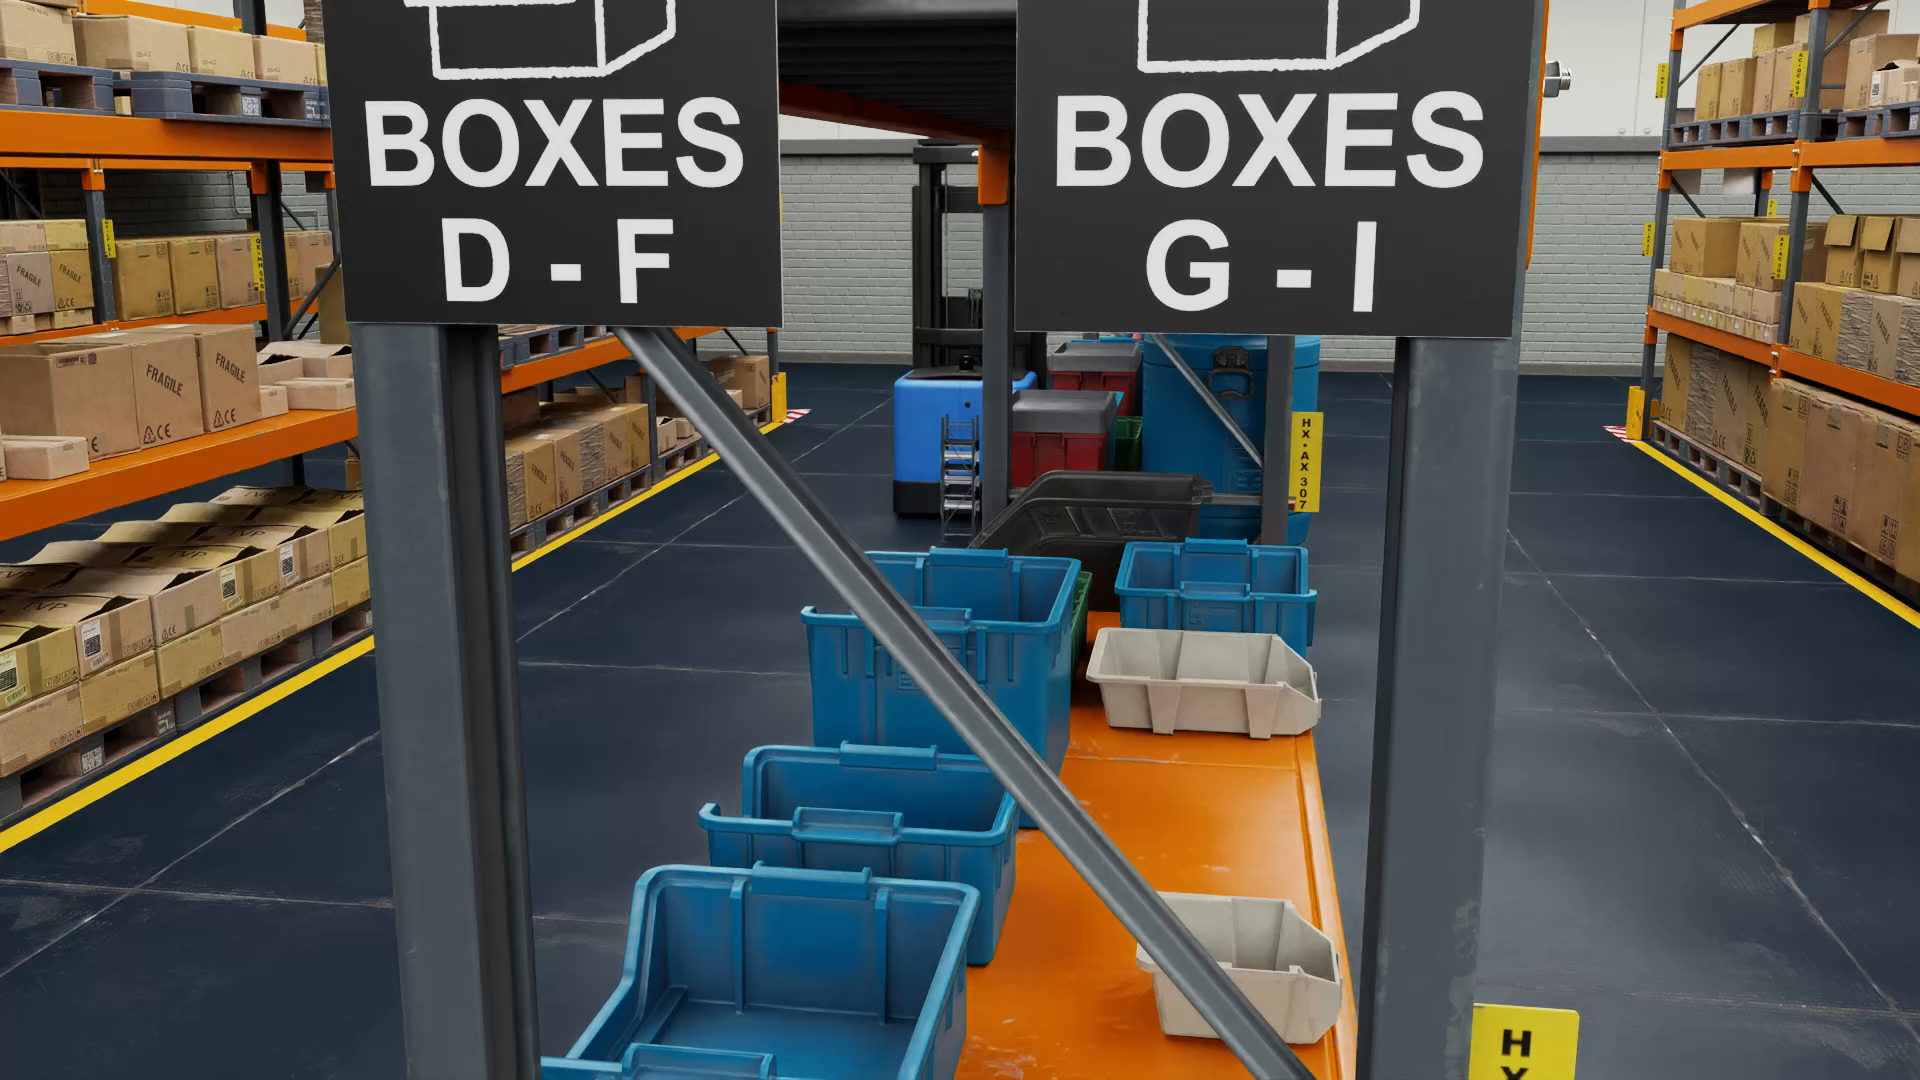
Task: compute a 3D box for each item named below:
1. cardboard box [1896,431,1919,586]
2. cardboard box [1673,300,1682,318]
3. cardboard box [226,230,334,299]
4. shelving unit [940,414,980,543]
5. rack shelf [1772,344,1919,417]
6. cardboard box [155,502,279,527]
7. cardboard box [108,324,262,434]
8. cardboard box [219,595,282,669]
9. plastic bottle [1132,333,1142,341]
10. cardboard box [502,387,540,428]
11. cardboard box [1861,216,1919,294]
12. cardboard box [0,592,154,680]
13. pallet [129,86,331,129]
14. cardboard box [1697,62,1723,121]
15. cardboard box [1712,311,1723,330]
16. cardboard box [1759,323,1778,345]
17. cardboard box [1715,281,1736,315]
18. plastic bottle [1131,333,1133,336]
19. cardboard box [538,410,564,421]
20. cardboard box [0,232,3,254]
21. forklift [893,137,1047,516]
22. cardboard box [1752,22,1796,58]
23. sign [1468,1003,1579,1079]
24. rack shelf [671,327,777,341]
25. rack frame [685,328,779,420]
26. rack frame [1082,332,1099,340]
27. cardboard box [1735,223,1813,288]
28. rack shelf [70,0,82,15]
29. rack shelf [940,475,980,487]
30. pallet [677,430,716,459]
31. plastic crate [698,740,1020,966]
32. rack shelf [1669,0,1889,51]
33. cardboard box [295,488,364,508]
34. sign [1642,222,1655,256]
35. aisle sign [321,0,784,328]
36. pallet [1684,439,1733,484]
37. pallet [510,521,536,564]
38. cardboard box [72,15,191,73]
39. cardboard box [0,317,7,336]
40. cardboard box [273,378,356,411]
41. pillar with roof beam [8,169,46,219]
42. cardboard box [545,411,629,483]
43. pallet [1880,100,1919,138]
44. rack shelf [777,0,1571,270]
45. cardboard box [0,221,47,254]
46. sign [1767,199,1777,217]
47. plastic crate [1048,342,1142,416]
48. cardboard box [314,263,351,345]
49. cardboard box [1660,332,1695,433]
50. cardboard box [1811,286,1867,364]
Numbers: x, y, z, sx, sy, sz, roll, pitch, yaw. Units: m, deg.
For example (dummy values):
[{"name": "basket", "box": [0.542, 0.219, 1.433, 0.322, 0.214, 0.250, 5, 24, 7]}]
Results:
[{"name": "cardboard box", "box": [6.212, -0.119, 9.470, 1.225, 0.875, 0.875, 1, 12, 6]}, {"name": "cardboard box", "box": [6.819, -2.127, 15.340, 0.380, 0.149, 0.250, 2, 12, 8]}, {"name": "cardboard box", "box": [-7.436, -2.996, 18.063, 0.980, 0.700, 0.700, 2, 12, 11]}, {"name": "shelving unit", "box": [0.001, -0.442, 11.906, 0.258, 0.900, 0.210, 2, 12, 9]}, {"name": "rack shelf", "box": [6.393, -0.874, 10.635, 1.077, 0.370, 4.000, 2, 12, 9]}, {"name": "cardboard box", "box": [-4.145, -0.057, 9.336, 0.500, 0.311, 0.500, 2, 12, 7]}, {"name": "cardboard box", "box": [-3.944, -0.830, 8.486, 0.500, 0.500, 0.500, 1, 12, 6]}, {"name": "cardboard box", "box": [-3.774, 0.445, 8.340, 0.500, 0.250, 0.500, 2, 12, 10]}, {"name": "plastic bottle", "box": [1.179, -1.282, 11.100, 0.061, 0.283, 0.133, 2, 12, 9]}, {"name": "cardboard box", "box": [-3.556, -1.022, 12.725, 0.500, 0.250, 0.500, 2, 12, 9]}, {"name": "cardboard box", "box": [6.494, -1.905, 11.095, 0.797, 0.503, 0.637, 2, 12, 9]}, {"name": "cardboard box", "box": [-3.925, 0.385, 7.287, 0.500, 0.311, 0.500, 2, 12, 8]}, {"name": "pallet", "box": [-3.718, -2.361, 9.155, 1.213, 0.211, 1.003, 2, 12, 11]}, {"name": "cardboard box", "box": [7.083, -4.021, 14.938, 0.700, 0.500, 0.500, 1, 12, 7]}, {"name": "cardboard box", "box": [6.621, -1.860, 14.103, 0.380, 0.149, 0.250, 2, 12, 8]}, {"name": "cardboard box", "box": [6.424, -1.593, 12.861, 0.380, 0.149, 0.250, 2, 12, 9]}, {"name": "cardboard box", "box": [6.665, -2.028, 13.935, 0.500, 0.250, 0.500, 2, 12, 10]}, {"name": "plastic bottle", "box": [1.123, -1.379, 11.391, 0.144, 0.351, 0.185, 2, 12, 9]}, {"name": "cardboard box", "box": [-3.473, -0.752, 13.253, 0.500, 0.500, 0.500, 2, 12, 9]}, {"name": "cardboard box", "box": [-7.968, -2.376, 13.127, 0.500, 0.250, 0.500, 2, 12, 10]}, {"name": "forklift", "box": [0.188, -1.872, 13.724, 1.130, 2.935, 3.031, 2, 12, 7]}, {"name": "cardboard box", "box": [6.996, -4.190, 13.945, 0.500, 0.250, 0.500, 1, 12, 7]}, {"name": "sign", "box": [0.504, 0.579, 1.528, 0.100, 0.325, 0.005, 2, 12, 9]}, {"name": "rack shelf", "box": [-2.779, -2.028, 15.992, 1.077, 0.370, 4.000, 2, 12, 9]}, {"name": "rack frame", "box": [-2.472, -2.796, 17.848, 1.000, 3.000, 0.127, 2, 12, 9]}, {"name": "rack frame", "box": [1.192, -0.969, 9.372, 1.000, 3.000, 0.127, 2, 12, 9]}, {"name": "cardboard box", "box": [6.589, -2.289, 13.364, 0.500, 0.500, 0.500, 2, 12, 9]}, {"name": "rack shelf", "box": [-8.290, -4.092, 12.279, 1.077, 0.370, 4.000, 2, 12, 9]}, {"name": "rack shelf", "box": [0.001, -0.409, 11.913, 0.258, 0.077, 0.200, 2, 12, 9]}, {"name": "pallet", "box": [-2.795, -0.998, 16.123, 1.003, 0.211, 1.213, 2, 12, 9]}, {"name": "plastic crate", "box": [-0.152, 0.520, 2.815, 0.499, 0.251, 0.408, 2, 12, 9]}, {"name": "rack shelf", "box": [7.009, -4.443, 13.909, 1.077, 0.370, 4.000, 2, 12, 9]}, {"name": "cardboard box", "box": [-3.539, -0.149, 9.764, 0.500, 0.311, 0.500, 2, 12, 10]}, {"name": "sign", "box": [6.769, -2.955, 16.344, 0.100, 0.325, 0.005, 2, 12, 9]}, {"name": "aisle sign", "box": [-0.343, -0.570, 1.346, 0.394, 0.787, 0.004, 2, 12, 9]}, {"name": "pallet", "box": [7.080, -0.689, 14.689, 1.003, 0.211, 1.213, 2, 12, 9]}, {"name": "pallet", "box": [-3.550, 0.078, 11.129, 1.003, 0.211, 1.213, 2, 12, 9]}, {"name": "cardboard box", "box": [-3.963, -2.292, 7.750, 0.500, 0.250, 0.500, 1, 12, 4]}, {"name": "cardboard box", "box": [-7.940, -1.719, 13.399, 0.380, 0.149, 0.250, 2, 12, 9]}, {"name": "cardboard box", "box": [-3.567, -0.812, 9.236, 0.380, 0.149, 0.250, 2, 12, 9]}, {"name": "pillar with roof beam", "box": [-4.476, -5.090, 14.252, 9.100, 9.000, 0.400, 2, 12, 9]}, {"name": "cardboard box", "box": [-2.964, -0.742, 13.205, 0.500, 0.500, 0.500, 2, 12, 9]}, {"name": "pallet", "box": [6.301, -2.552, 10.042, 1.003, 0.211, 1.213, 2, 12, 11]}, {"name": "rack shelf", "box": [0.269, -0.835, 3.336, 1.077, 0.370, 4.000, 2, 12, 9]}, {"name": "cardboard box", "box": [-7.889, -2.482, 13.620, 0.500, 0.250, 0.500, 2, 12, 10]}, {"name": "sign", "box": [7.850, -3.136, 16.113, 0.100, 0.325, 0.005, 2, 12, 9]}, {"name": "plastic crate", "box": [0.641, -0.674, 7.850, 0.402, 0.464, 0.583, 2, 12, 9]}, {"name": "cardboard box", "box": [-3.717, -1.520, 10.691, 0.700, 0.500, 0.500, -2, 12, -10]}, {"name": "cardboard box", "box": [7.297, -1.505, 15.904, 0.875, 0.875, 0.875, 2, 12, 9]}, {"name": "cardboard box", "box": [6.307, -1.498, 11.588, 0.500, 0.500, 0.500, 2, 12, 9]}]
